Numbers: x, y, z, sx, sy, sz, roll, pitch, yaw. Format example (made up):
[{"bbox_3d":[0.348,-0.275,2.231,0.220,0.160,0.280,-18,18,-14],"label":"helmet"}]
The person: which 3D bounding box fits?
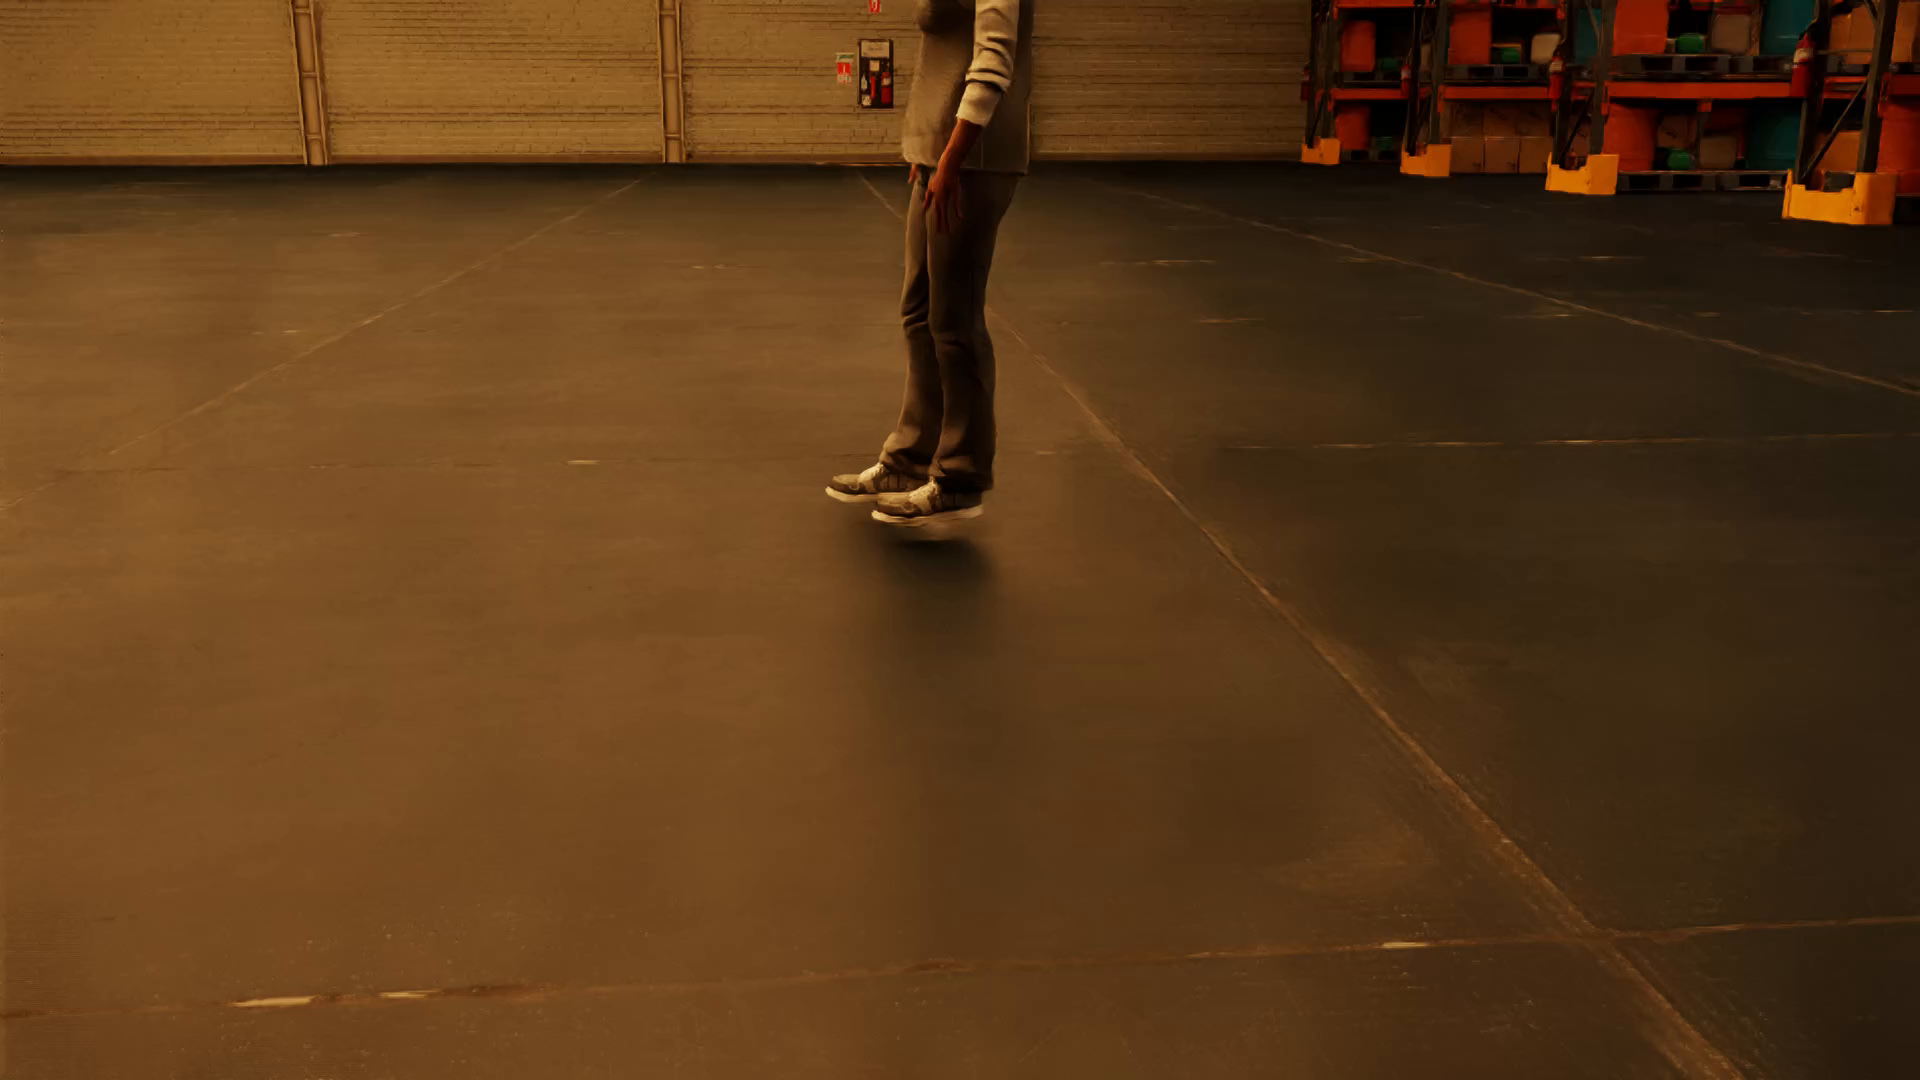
[{"bbox_3d":[-0.080,-0.704,3.757,0.463,1.360,0.521,-1,15,-5],"label":"person"}]
